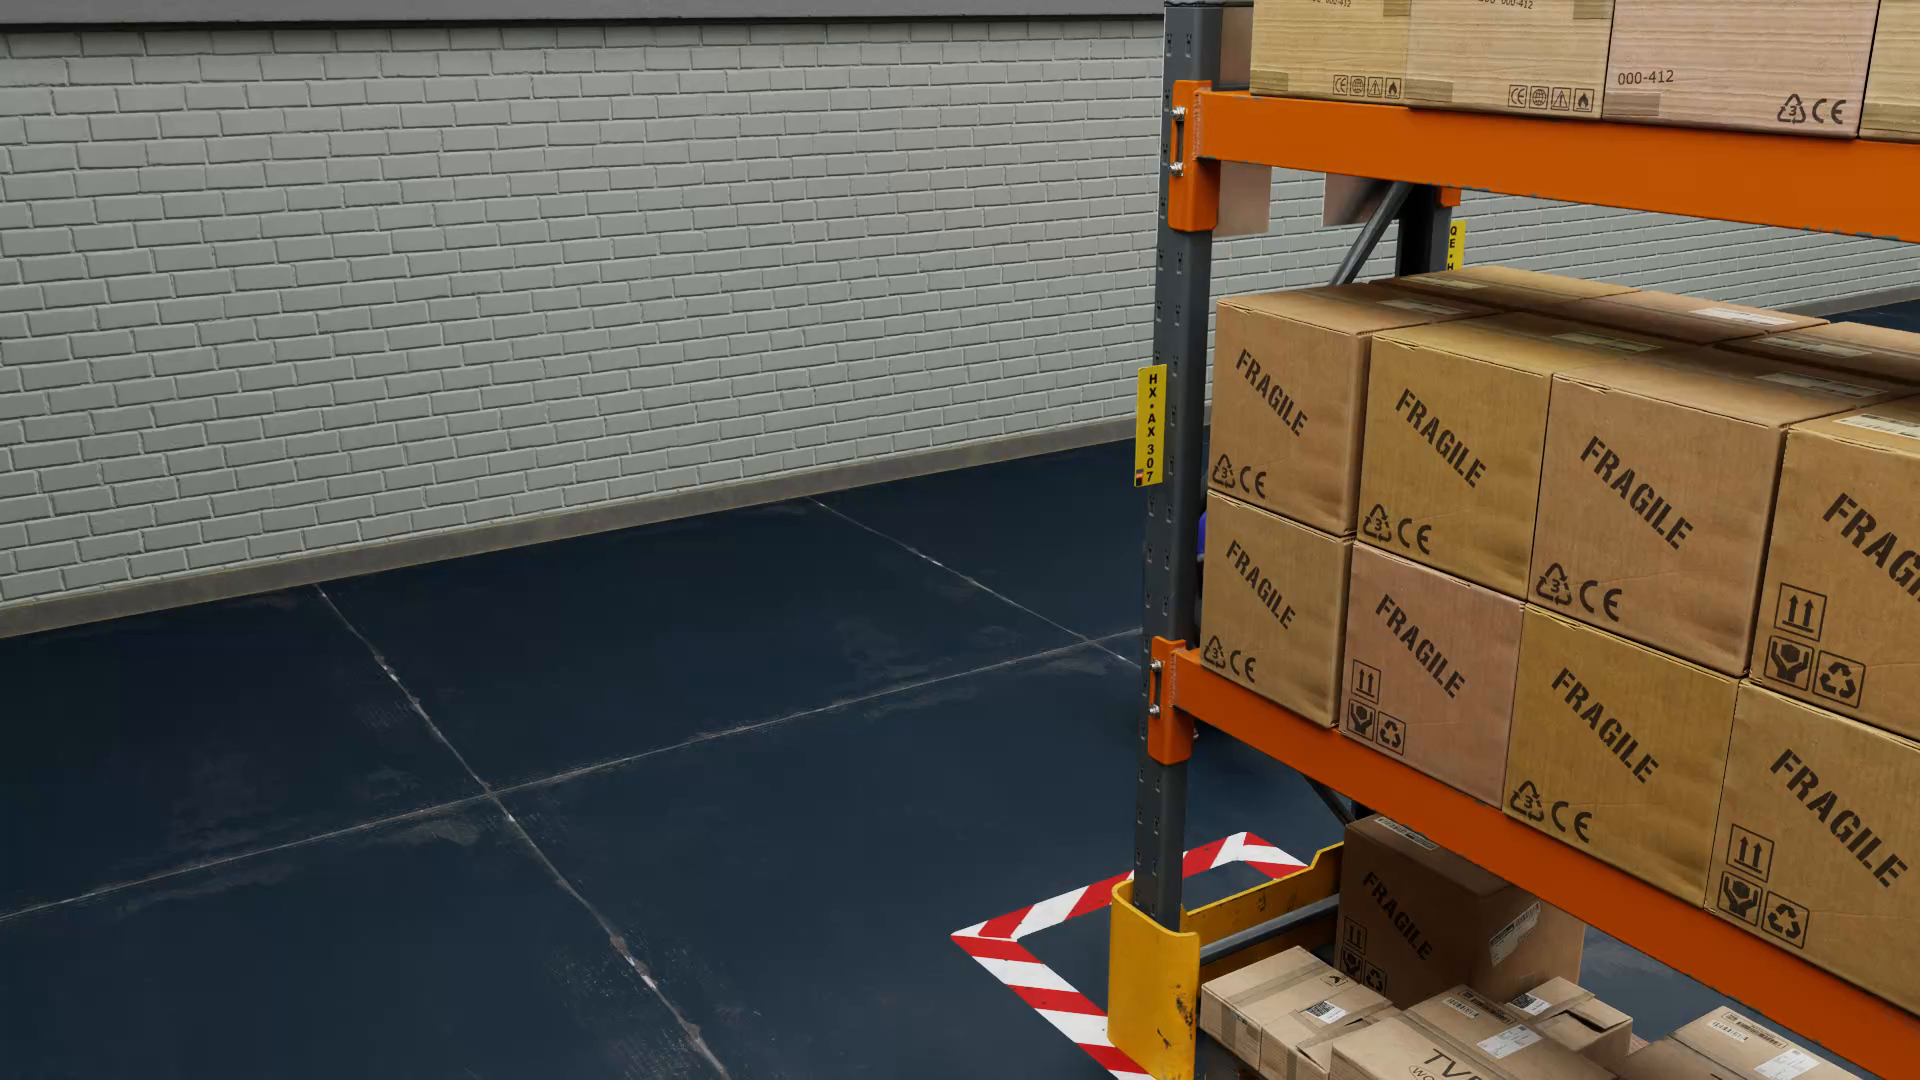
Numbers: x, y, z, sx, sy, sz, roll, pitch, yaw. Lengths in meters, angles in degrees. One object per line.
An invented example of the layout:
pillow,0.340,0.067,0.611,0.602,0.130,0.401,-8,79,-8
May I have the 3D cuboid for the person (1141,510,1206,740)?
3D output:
person,1.119,0.318,6.959,0.434,1.125,0.846,-13,22,-34
